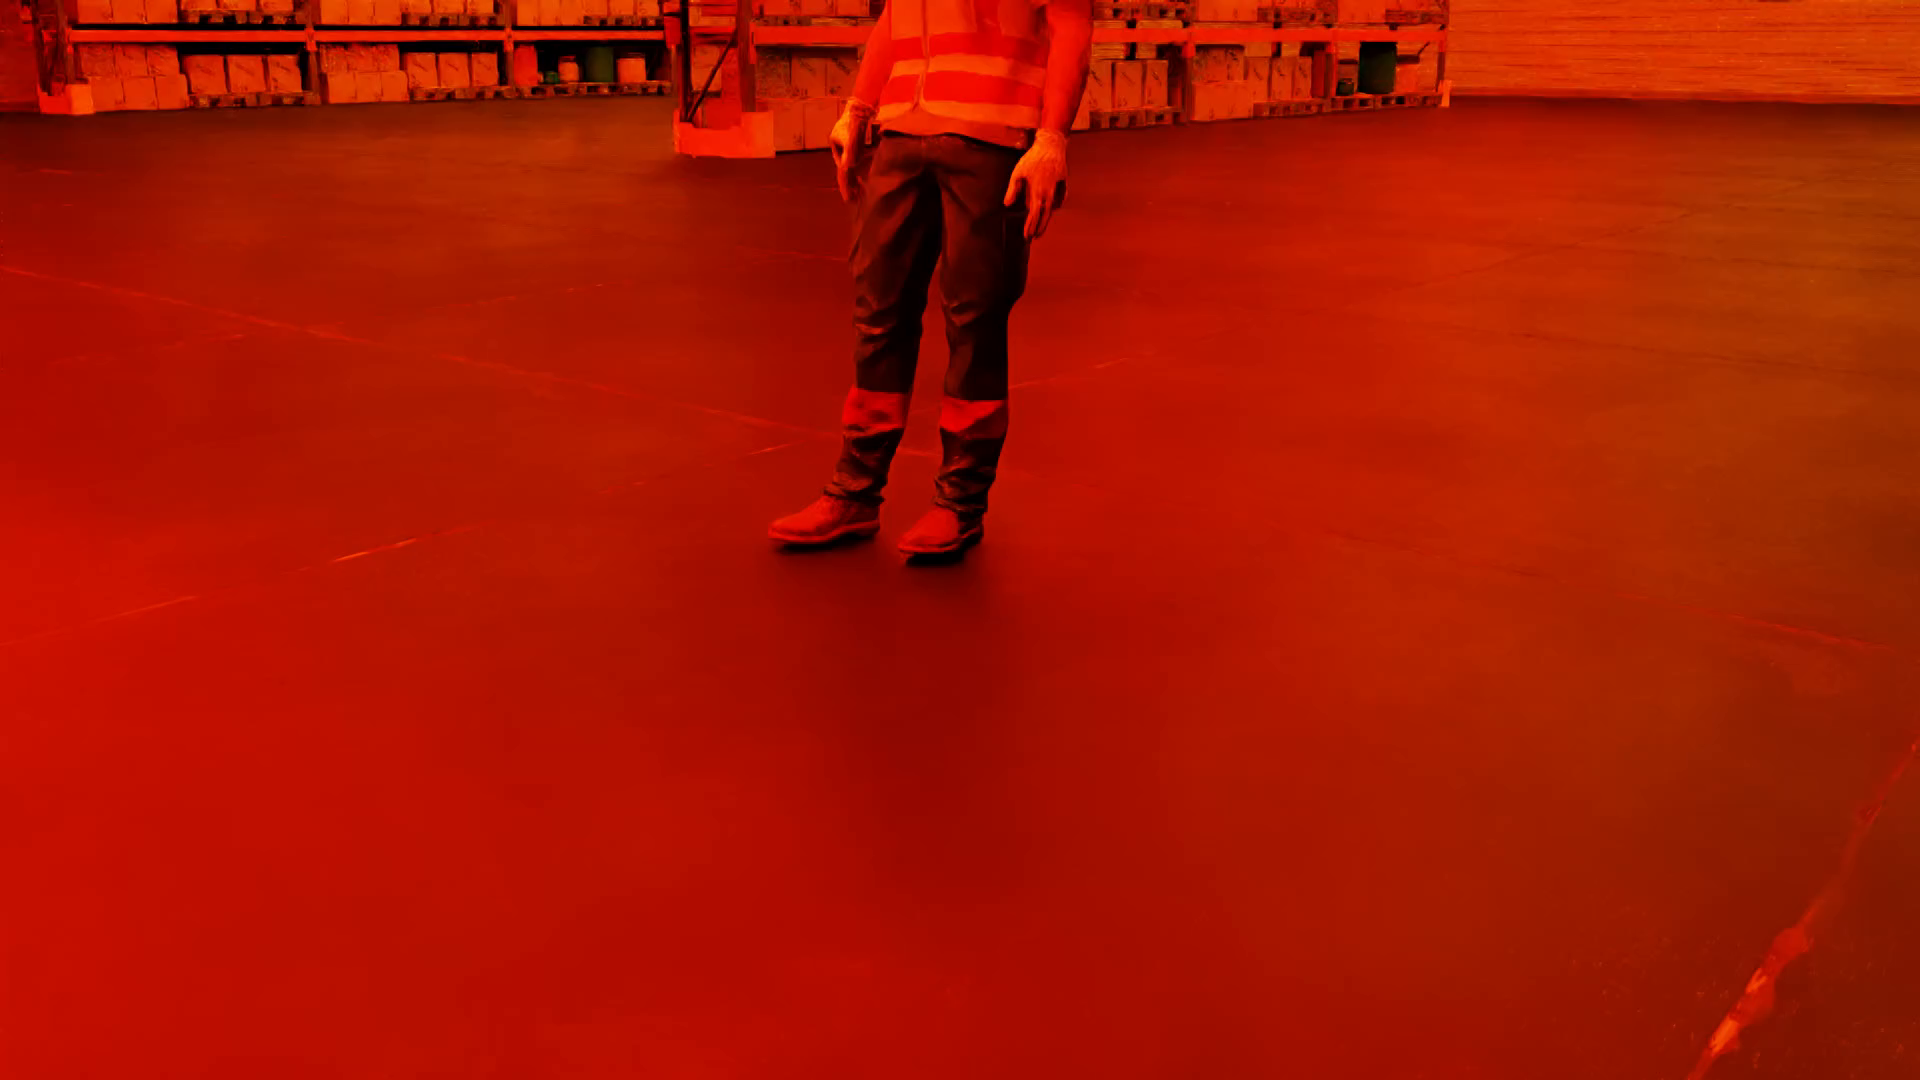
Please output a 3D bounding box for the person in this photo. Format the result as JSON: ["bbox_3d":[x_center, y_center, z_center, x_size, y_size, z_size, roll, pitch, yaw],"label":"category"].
[{"bbox_3d":[-0.060,-0.847,3.627,0.637,1.787,0.563,13,21,37],"label":"person"}]
